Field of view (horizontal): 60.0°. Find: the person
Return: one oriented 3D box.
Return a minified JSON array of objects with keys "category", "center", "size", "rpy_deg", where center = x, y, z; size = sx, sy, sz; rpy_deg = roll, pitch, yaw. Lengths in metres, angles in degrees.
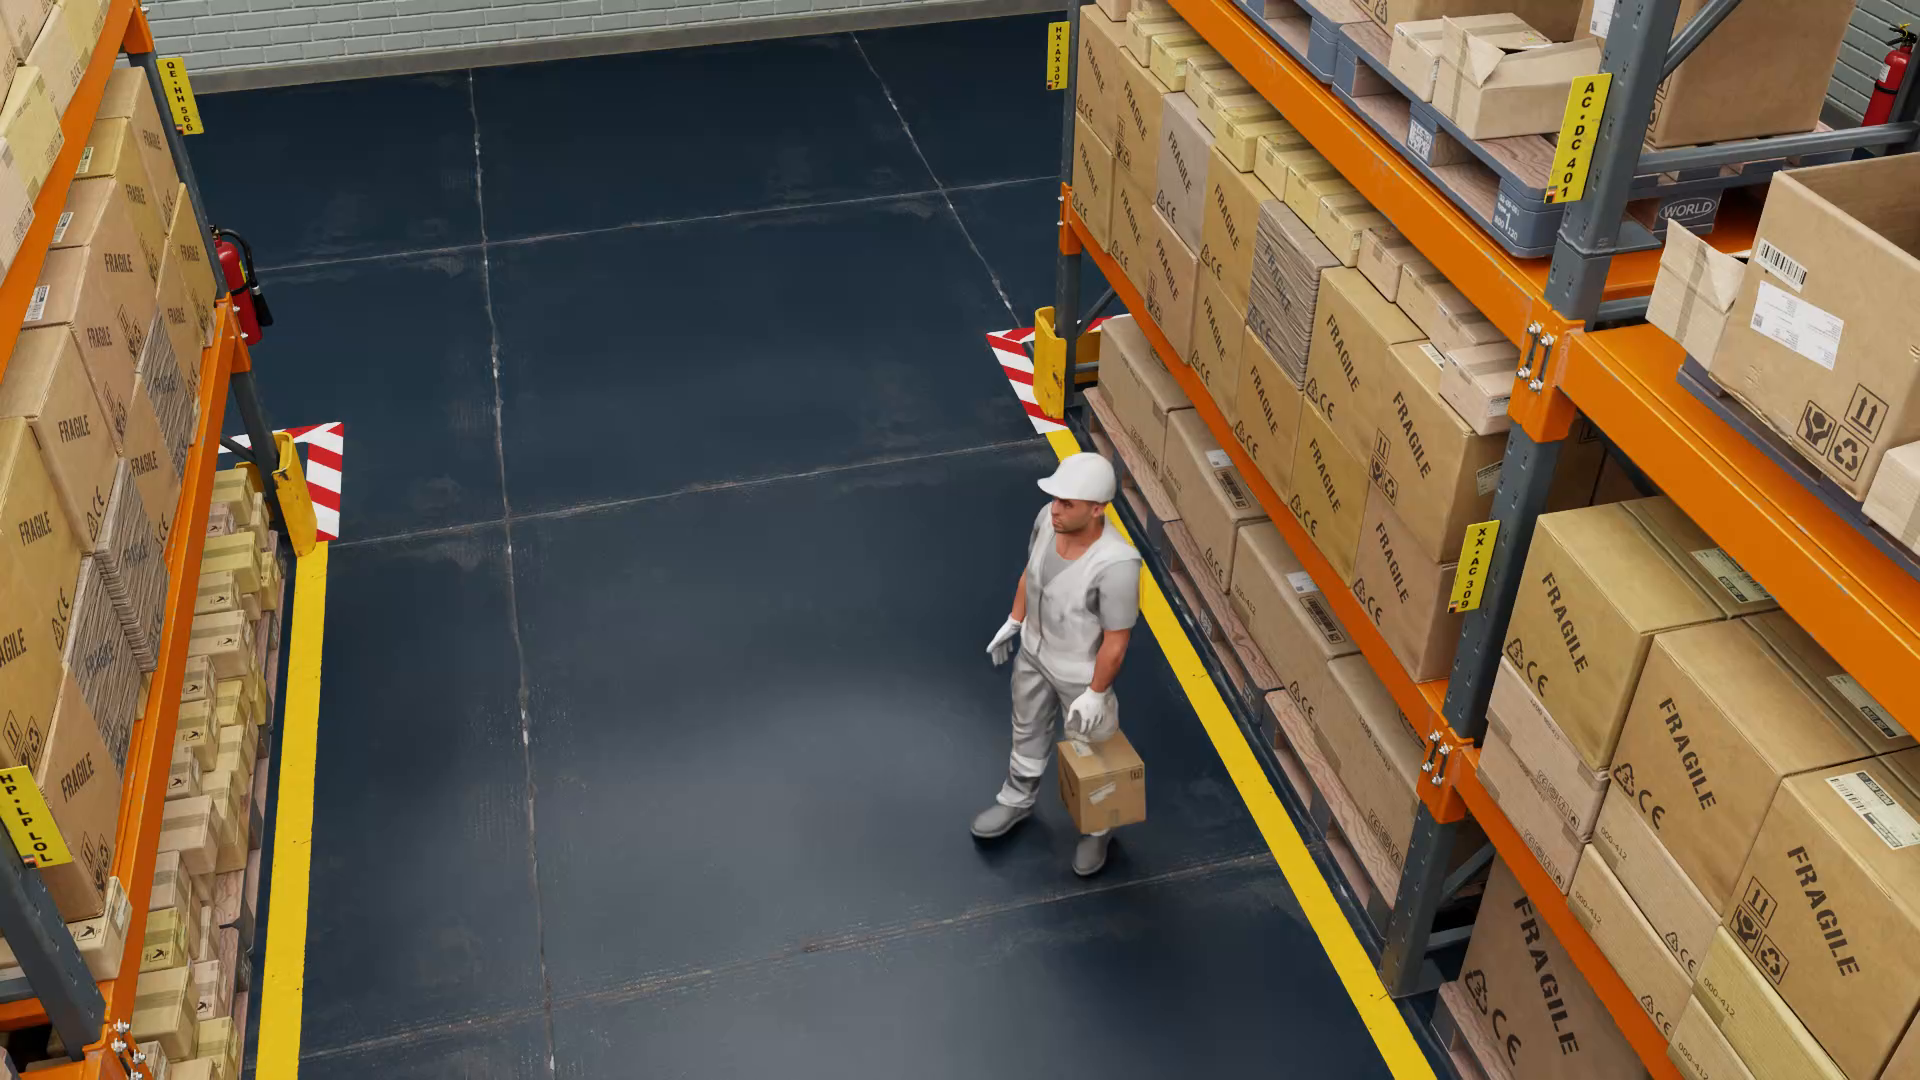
[{"category":"person","center":[0.334,0.467,6.052],"size":[0.515,1.796,0.560],"rpy_deg":[-23,43,-26]}]
